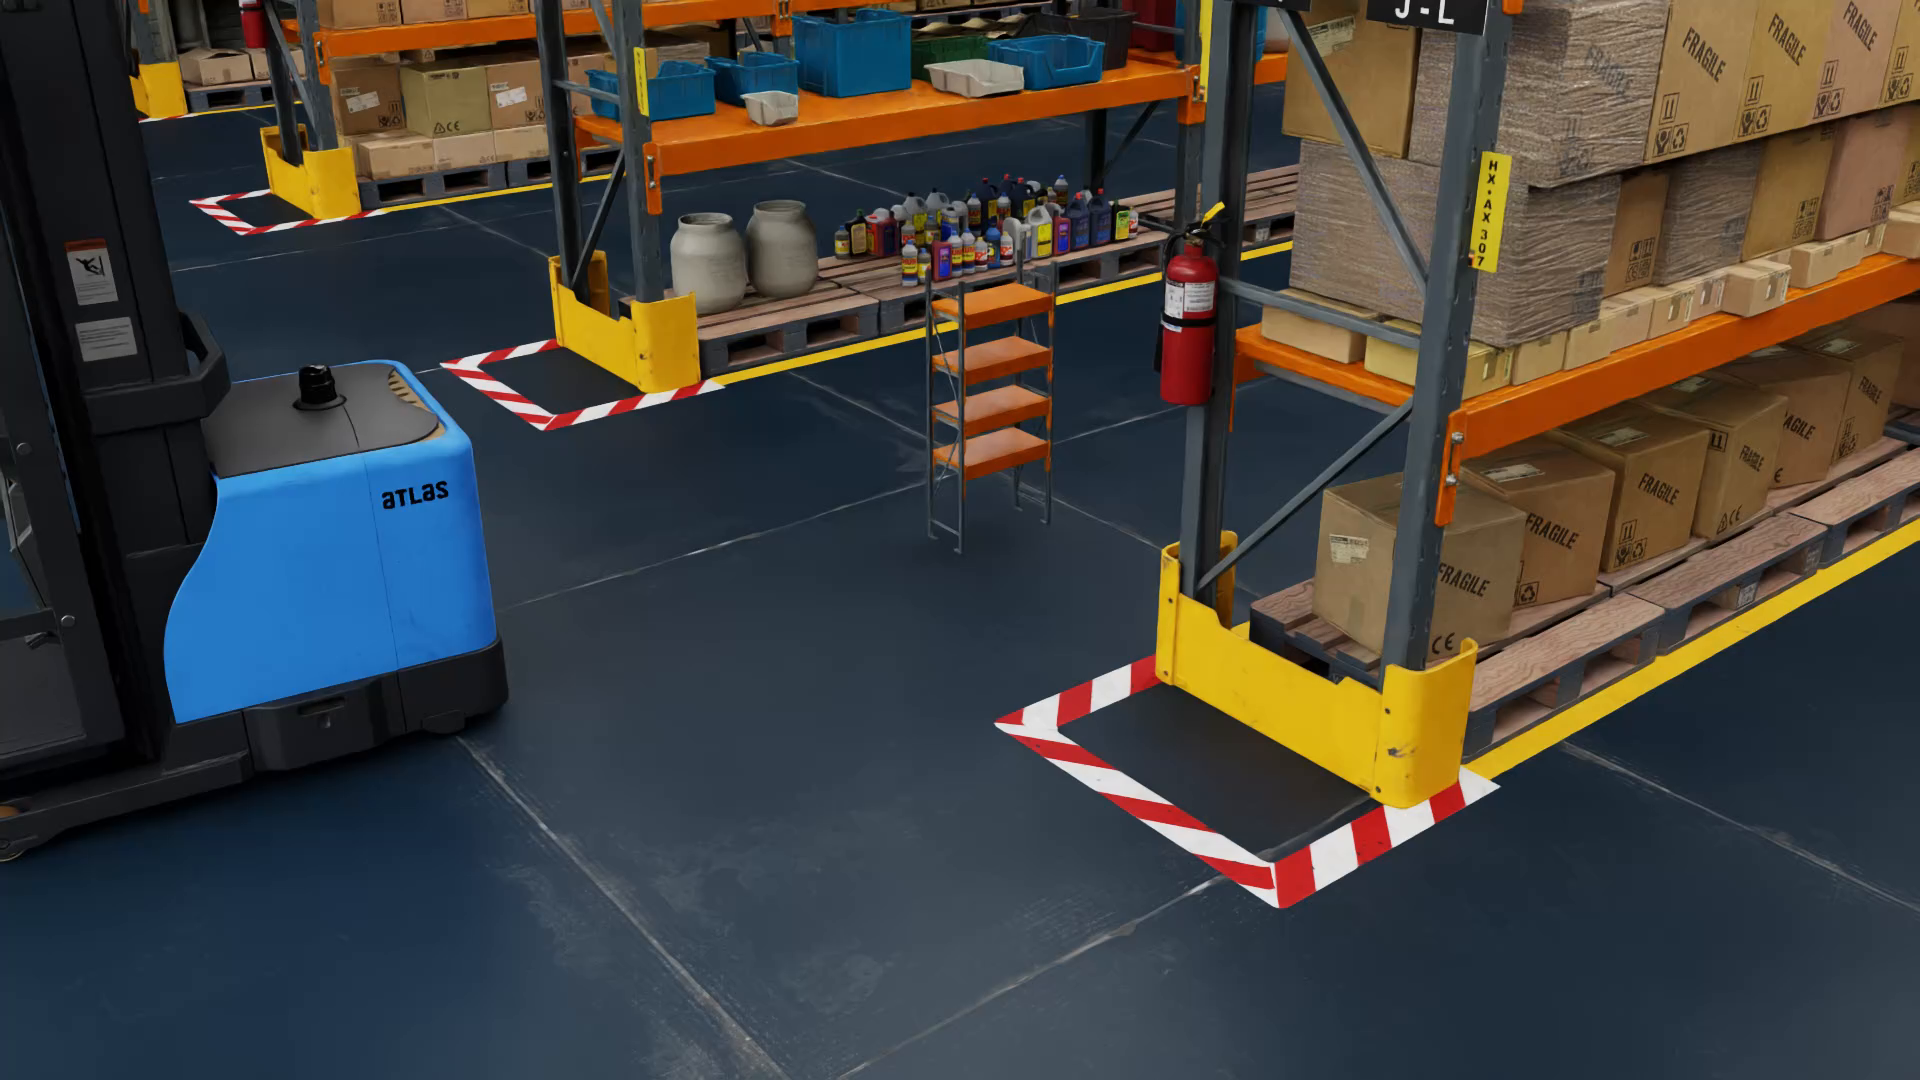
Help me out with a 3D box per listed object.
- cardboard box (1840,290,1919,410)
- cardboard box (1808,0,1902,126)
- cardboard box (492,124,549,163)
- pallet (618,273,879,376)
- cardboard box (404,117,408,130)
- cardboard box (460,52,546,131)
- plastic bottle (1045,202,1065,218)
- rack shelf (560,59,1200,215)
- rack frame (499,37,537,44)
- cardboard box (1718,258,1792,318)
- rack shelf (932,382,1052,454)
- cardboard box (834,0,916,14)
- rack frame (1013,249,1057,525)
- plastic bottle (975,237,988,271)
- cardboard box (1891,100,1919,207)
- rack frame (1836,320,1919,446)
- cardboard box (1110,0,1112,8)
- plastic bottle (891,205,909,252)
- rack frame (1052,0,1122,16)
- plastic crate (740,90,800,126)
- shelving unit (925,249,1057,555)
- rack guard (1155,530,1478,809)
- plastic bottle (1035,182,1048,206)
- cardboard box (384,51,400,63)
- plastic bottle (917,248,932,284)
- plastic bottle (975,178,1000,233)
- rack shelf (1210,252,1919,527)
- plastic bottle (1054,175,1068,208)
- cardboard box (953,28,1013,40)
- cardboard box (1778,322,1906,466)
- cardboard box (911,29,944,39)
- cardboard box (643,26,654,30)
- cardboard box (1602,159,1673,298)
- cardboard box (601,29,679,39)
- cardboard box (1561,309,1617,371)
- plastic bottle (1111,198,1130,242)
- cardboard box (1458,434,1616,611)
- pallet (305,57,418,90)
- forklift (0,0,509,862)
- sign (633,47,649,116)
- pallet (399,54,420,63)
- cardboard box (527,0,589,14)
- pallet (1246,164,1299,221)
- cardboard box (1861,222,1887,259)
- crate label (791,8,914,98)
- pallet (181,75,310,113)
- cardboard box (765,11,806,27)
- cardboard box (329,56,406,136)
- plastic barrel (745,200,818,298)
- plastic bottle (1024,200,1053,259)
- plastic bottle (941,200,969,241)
[{"bbox_3d":[4.778,-0.956,8.194,0.500,0.500,0.700,-21,32,-38],"label":"cardboard box"},{"bbox_3d":[2.915,-1.775,5.852,0.500,0.500,0.500,-18,31,-34],"label":"cardboard box"},{"bbox_3d":[-3.631,-3.251,13.460,0.500,0.250,0.500,-18,31,-34],"label":"cardboard box"},{"bbox_3d":[-1.249,-1.320,9.843,1.213,0.211,1.003,-18,31,-34],"label":"pallet"},{"bbox_3d":[-4.350,-3.296,13.556,0.500,0.250,0.500,-18,31,-34],"label":"cardboard box"},{"bbox_3d":[-3.639,-3.595,13.311,0.500,0.500,0.500,-18,31,-34],"label":"cardboard box"},{"bbox_3d":[0.634,-2.073,10.866,0.135,0.276,0.152,-18,31,-34],"label":"plastic bottle"},{"bbox_3d":[-0.348,-2.533,9.999,4.000,0.370,1.077,-18,31,-34],"label":"rack shelf"},{"bbox_3d":[-4.888,-6.661,18.039,0.127,3.000,1.000,-18,31,-34],"label":"rack frame"},{"bbox_3d":[2.746,-0.938,6.006,0.250,0.149,0.380,-18,31,-34],"label":"cardboard box"},{"bbox_3d":[0.130,-0.526,7.118,0.480,0.148,0.258,-18,31,-34],"label":"rack shelf"},{"bbox_3d":[-1.080,-7.063,20.960,0.750,0.750,0.750,-19,31,-35],"label":"cardboard box"},{"bbox_3d":[0.322,-0.651,7.227,0.015,1.200,0.240,-18,31,-34],"label":"rack frame"},{"bbox_3d":[0.123,-1.779,10.321,0.097,0.201,0.097,0,25,0],"label":"plastic bottle"},{"bbox_3d":[3.474,-1.704,6.886,0.500,0.500,0.875,-18,31,-34],"label":"cardboard box"},{"bbox_3d":[4.282,-1.738,7.432,0.127,3.000,1.000,-18,31,-34],"label":"rack frame"},{"bbox_3d":[1.952,-5.802,17.745,0.500,0.250,0.500,-17,30,-32],"label":"cardboard box"},{"bbox_3d":[-0.423,-2.019,10.749,0.135,0.276,0.152,-19,31,-35],"label":"plastic bottle"},{"bbox_3d":[1.320,-6.060,16.744,0.127,3.000,1.000,-18,31,-34],"label":"rack frame"},{"bbox_3d":[-1.019,-2.346,9.055,0.250,0.136,0.298,-18,31,-34],"label":"plastic crate"},{"bbox_3d":[0.130,-0.587,7.090,0.503,1.200,0.258,-18,31,-34],"label":"shelving unit"},{"bbox_3d":[1.194,0.415,5.762,0.348,0.500,1.175,-18,31,-34],"label":"rack guard"},{"bbox_3d":[0.533,-2.281,11.305,0.133,0.283,0.061,-18,31,-34],"label":"plastic bottle"},{"bbox_3d":[-6.159,-5.158,17.666,0.250,0.149,0.380,-21,32,-38],"label":"cardboard box"},{"bbox_3d":[-0.222,-1.665,10.075,0.097,0.201,0.097,0,25,0],"label":"plastic bottle"},{"bbox_3d":[0.186,-2.256,11.171,0.185,0.351,0.144,-20,31,-36],"label":"plastic bottle"},{"bbox_3d":[2.708,-0.892,6.464,4.000,0.370,1.077,-18,31,-34],"label":"rack shelf"},{"bbox_3d":[0.704,-2.403,11.584,0.097,0.271,0.097,0,25,0],"label":"plastic bottle"},{"bbox_3d":[0.256,-4.773,16.071,0.500,0.311,0.500,-18,31,-34],"label":"cardboard box"},{"bbox_3d":[3.942,-0.704,7.675,0.500,0.500,0.500,-19,31,-36],"label":"cardboard box"},{"bbox_3d":[-0.489,-4.814,16.161,0.500,0.311,0.500,-19,31,-35],"label":"cardboard box"},{"bbox_3d":[-3.943,-6.074,19.222,0.500,0.500,0.700,-19,31,-35],"label":"cardboard box"},{"bbox_3d":[1.903,-1.183,5.763,0.500,0.500,0.875,-18,31,-34],"label":"cardboard box"},{"bbox_3d":[-2.775,-4.155,14.516,0.500,0.500,0.500,-18,31,-34],"label":"cardboard box"},{"bbox_3d":[1.920,-0.699,5.491,0.250,0.149,0.380,-18,31,-34],"label":"cardboard box"},{"bbox_3d":[1.051,-2.112,10.942,0.133,0.283,0.061,-17,30,-32],"label":"plastic bottle"},{"bbox_3d":[2.085,-0.079,6.328,0.500,0.500,0.500,-10,27,-21],"label":"cardboard box"},{"bbox_3d":[-6.355,-4.891,17.538,1.213,0.211,1.003,-18,31,-34],"label":"pallet"},{"bbox_3d":[-3.126,-0.553,4.959,3.031,2.935,1.130,-14,28,-27],"label":"forklift"},{"bbox_3d":[-1.586,-2.282,8.275,0.005,0.325,0.100,-18,31,-34],"label":"sign"},{"bbox_3d":[-5.394,-5.210,18.225,1.213,0.211,1.003,-18,31,-34],"label":"pallet"},{"bbox_3d":[-3.384,-4.547,13.366,0.500,0.500,0.700,-17,30,-33],"label":"cardboard box"},{"bbox_3d":[2.780,-2.650,12.708,1.213,0.211,1.003,-18,31,-34],"label":"pallet"},{"bbox_3d":[3.452,-1.241,6.659,0.250,0.149,0.380,-18,31,-34],"label":"cardboard box"},{"bbox_3d":[-0.641,-2.924,9.944,0.616,0.435,0.502,-18,31,-34],"label":"crate label"},{"bbox_3d":[-7.314,-4.576,16.859,1.213,0.211,1.003,-18,31,-34],"label":"pallet"},{"bbox_3d":[-2.274,-6.561,20.271,0.500,0.500,0.700,-18,30,-33],"label":"cardboard box"},{"bbox_3d":[-4.737,-3.503,13.111,0.500,0.500,0.500,-18,31,-34],"label":"cardboard box"},{"bbox_3d":[-1.057,-1.728,9.867,0.421,0.512,0.421,0,25,0],"label":"plastic barrel"},{"bbox_3d":[0.491,-1.980,10.578,0.185,0.351,0.144,-18,31,-34],"label":"plastic bottle"},{"bbox_3d":[-0.038,-2.069,10.857,0.135,0.276,0.152,-18,31,-34],"label":"plastic bottle"}]
